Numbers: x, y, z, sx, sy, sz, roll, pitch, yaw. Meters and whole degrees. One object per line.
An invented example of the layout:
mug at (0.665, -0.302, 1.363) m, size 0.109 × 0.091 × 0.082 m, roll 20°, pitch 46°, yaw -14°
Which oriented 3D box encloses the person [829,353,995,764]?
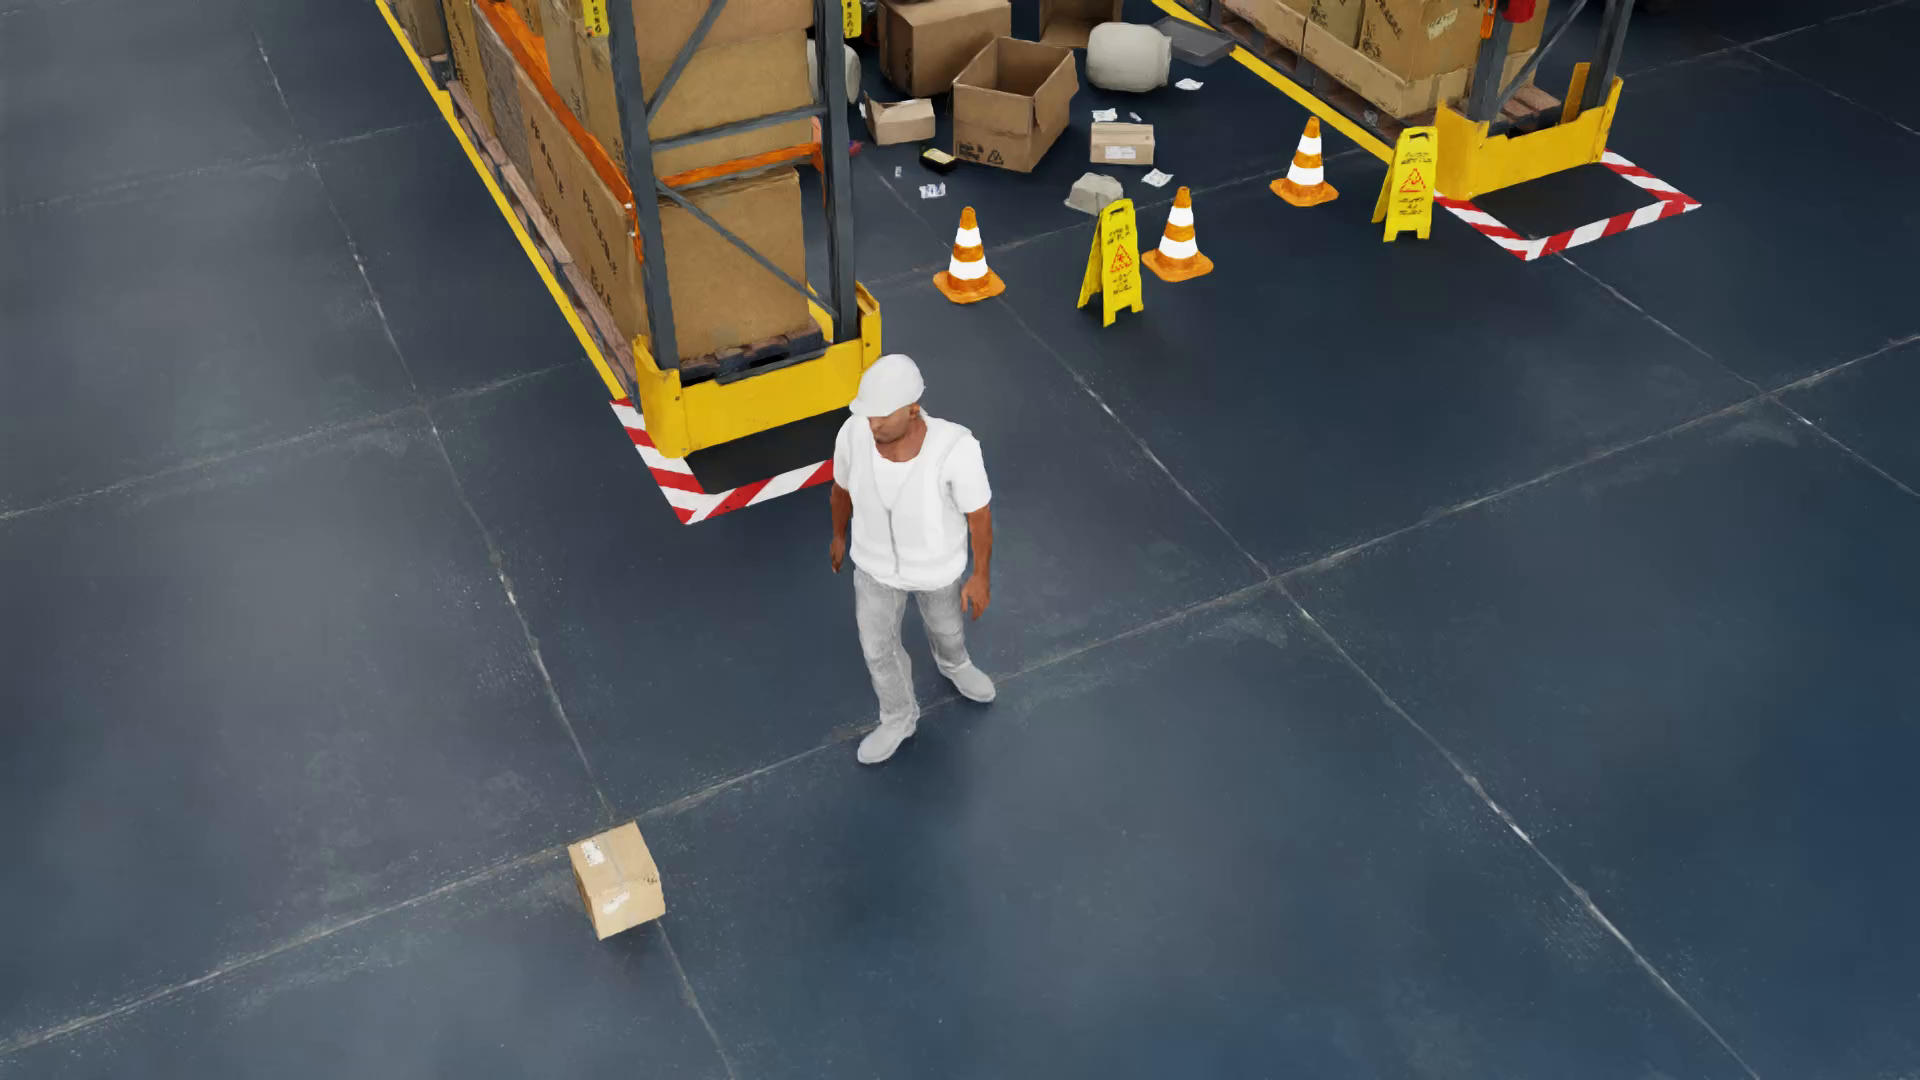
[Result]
person at (-0.183, 0.040, 6.100) m, size 0.655 × 1.754 × 0.630 m, roll 10°, pitch 42°, yaw 11°
